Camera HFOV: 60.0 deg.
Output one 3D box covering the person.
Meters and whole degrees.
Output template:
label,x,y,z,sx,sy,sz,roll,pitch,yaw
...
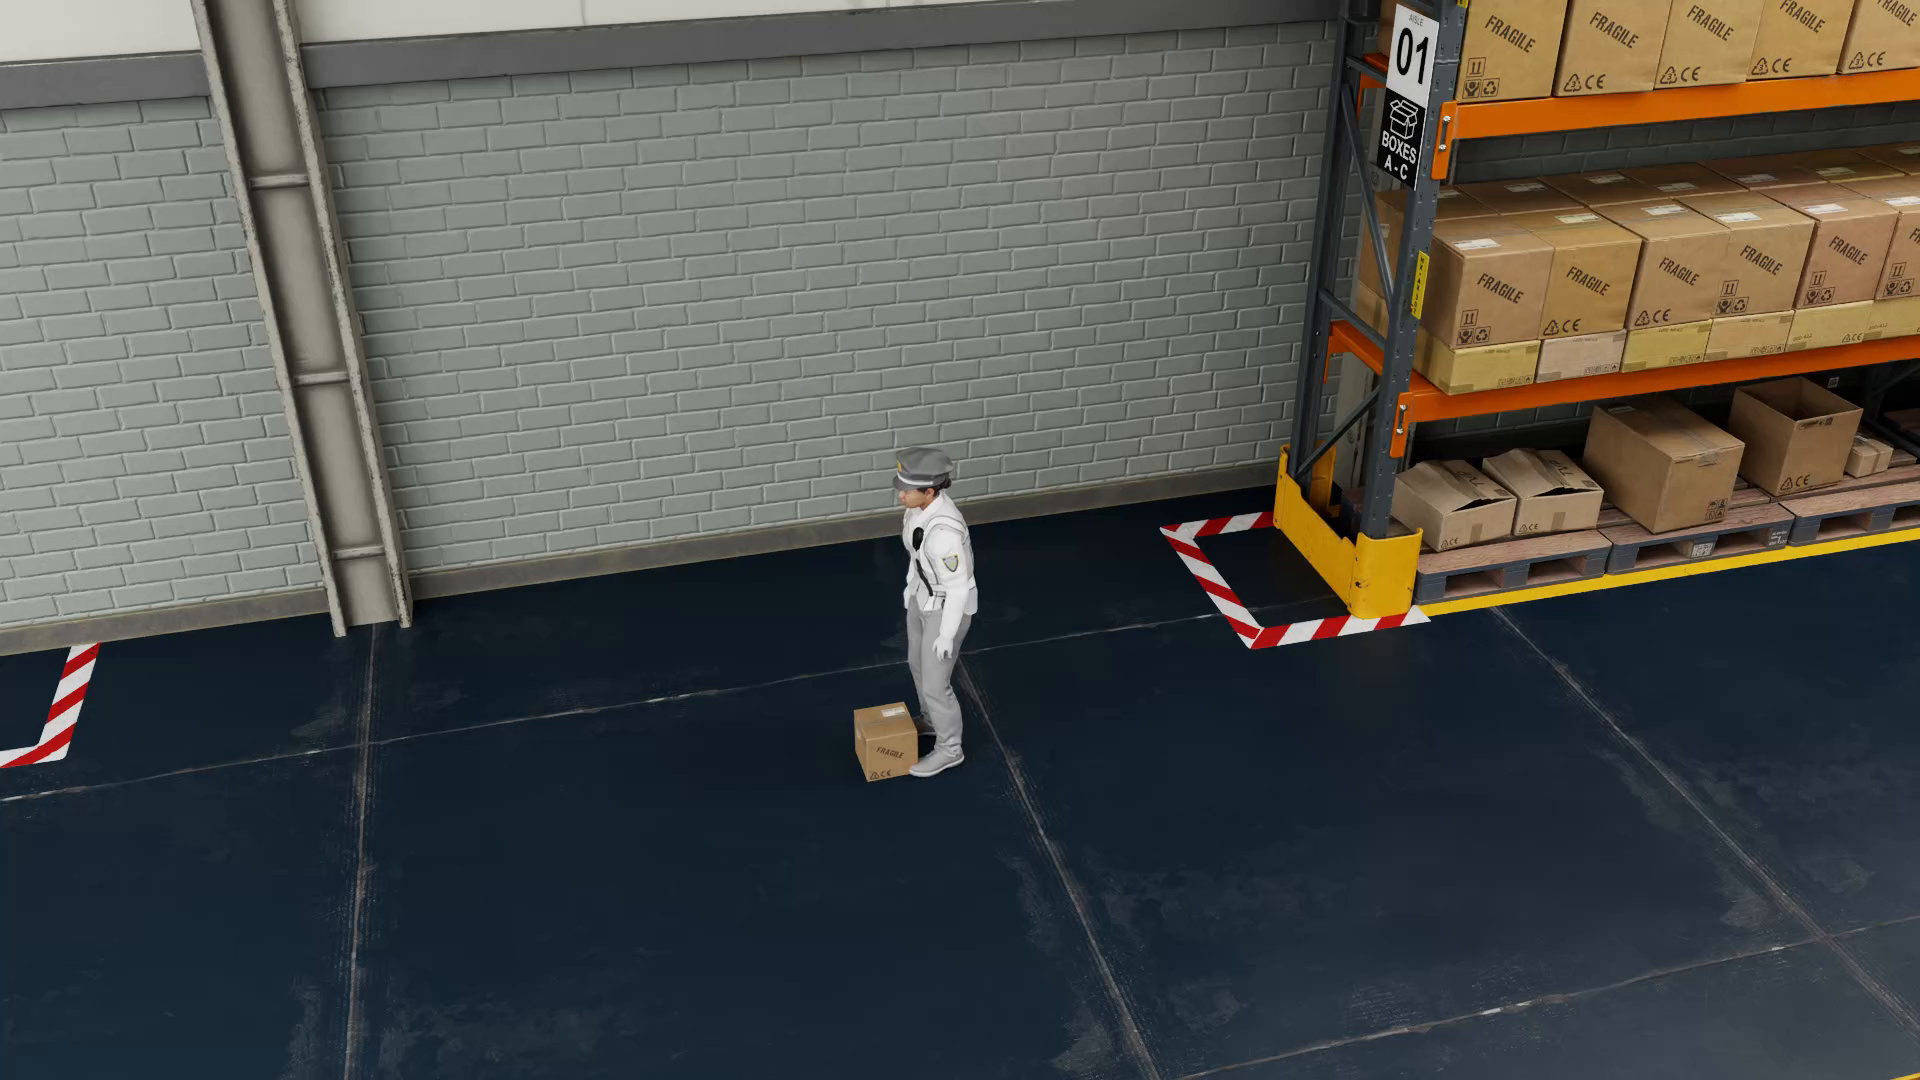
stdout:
label,x,y,z,sx,sy,sz,roll,pitch,yaw
person,-0.122,0.325,7.675,0.374,1.664,0.546,-10,32,-16
